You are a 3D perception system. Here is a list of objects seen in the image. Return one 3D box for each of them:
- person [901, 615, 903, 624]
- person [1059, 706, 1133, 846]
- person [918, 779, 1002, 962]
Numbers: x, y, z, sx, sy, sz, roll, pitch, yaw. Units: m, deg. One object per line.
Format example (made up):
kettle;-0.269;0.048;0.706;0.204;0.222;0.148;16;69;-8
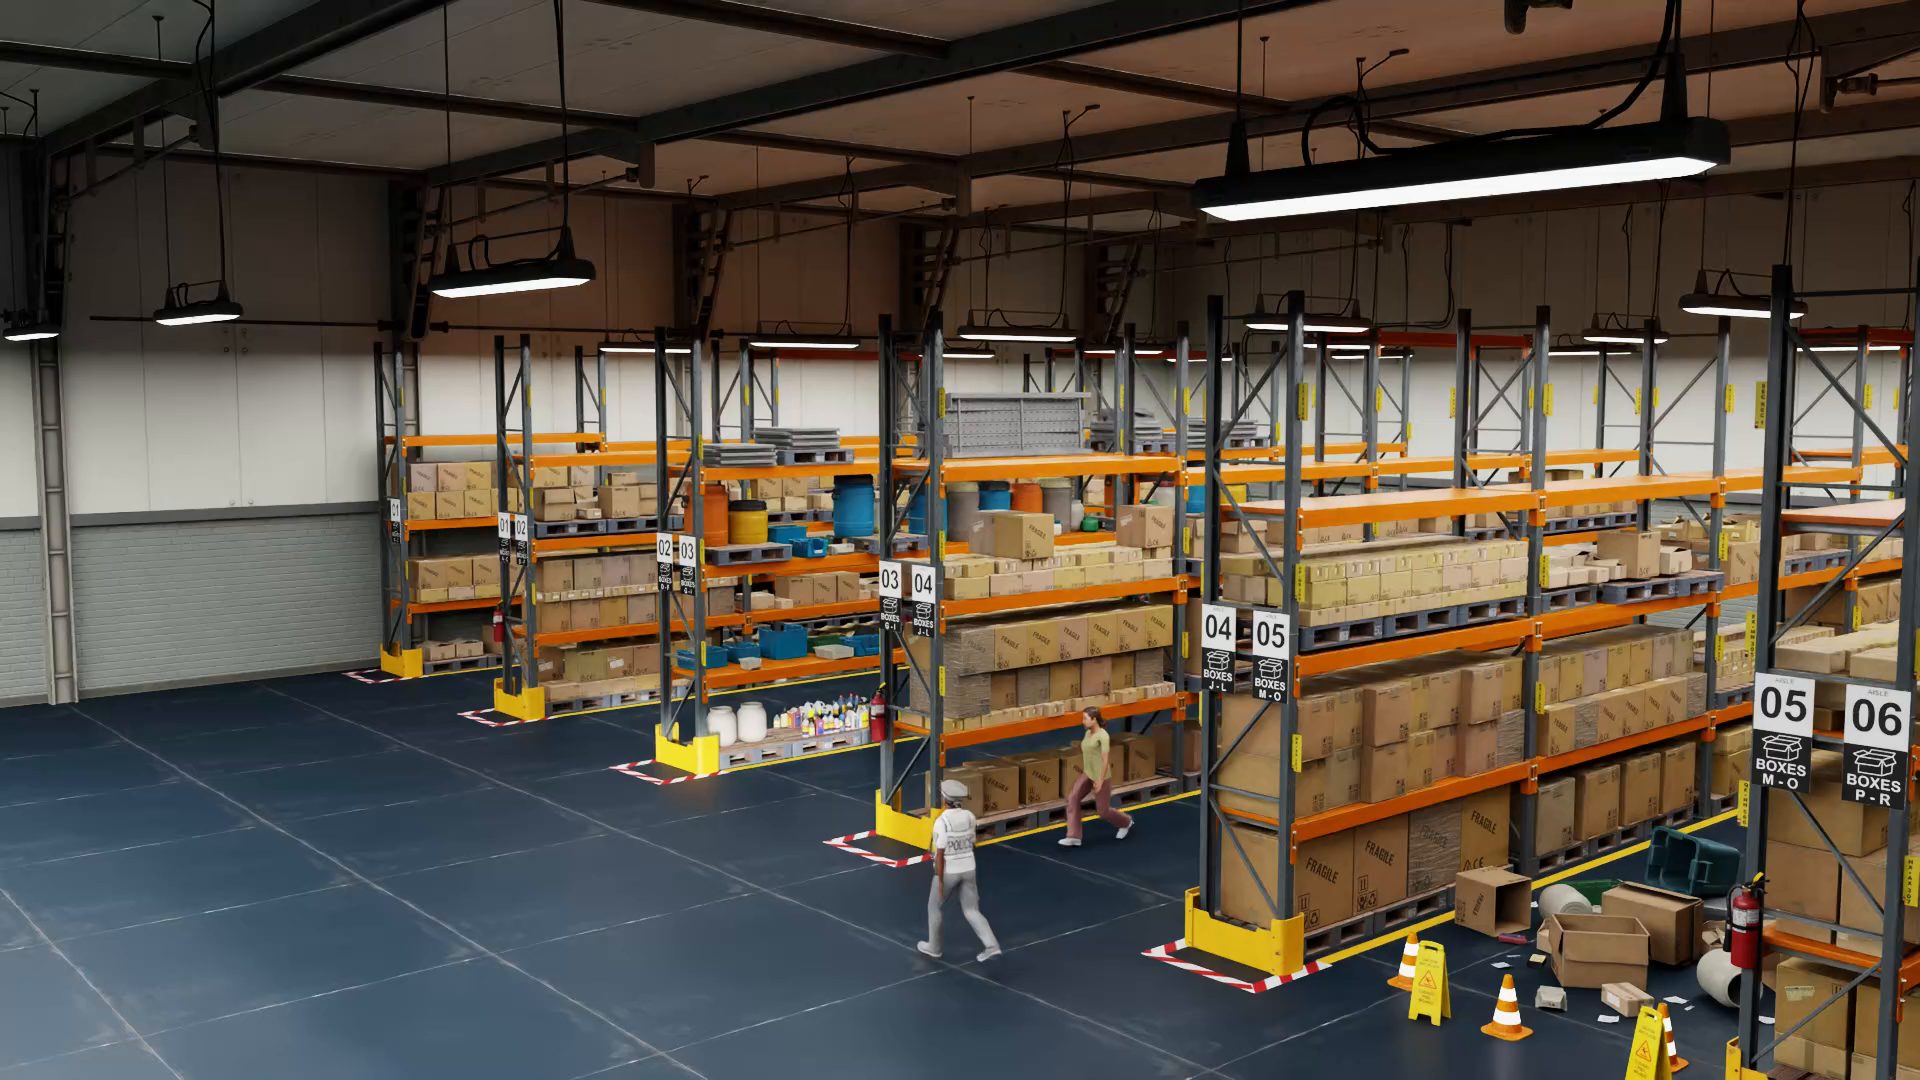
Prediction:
person;-1.350;1.159;34.890;0.700;1.667;0.664;-3;6;-30
person;1.532;2.666;18.903;1.019;1.557;0.444;-4;6;-35
person;-0.027;2.979;14.892;0.448;1.643;0.965;-4;7;-38
